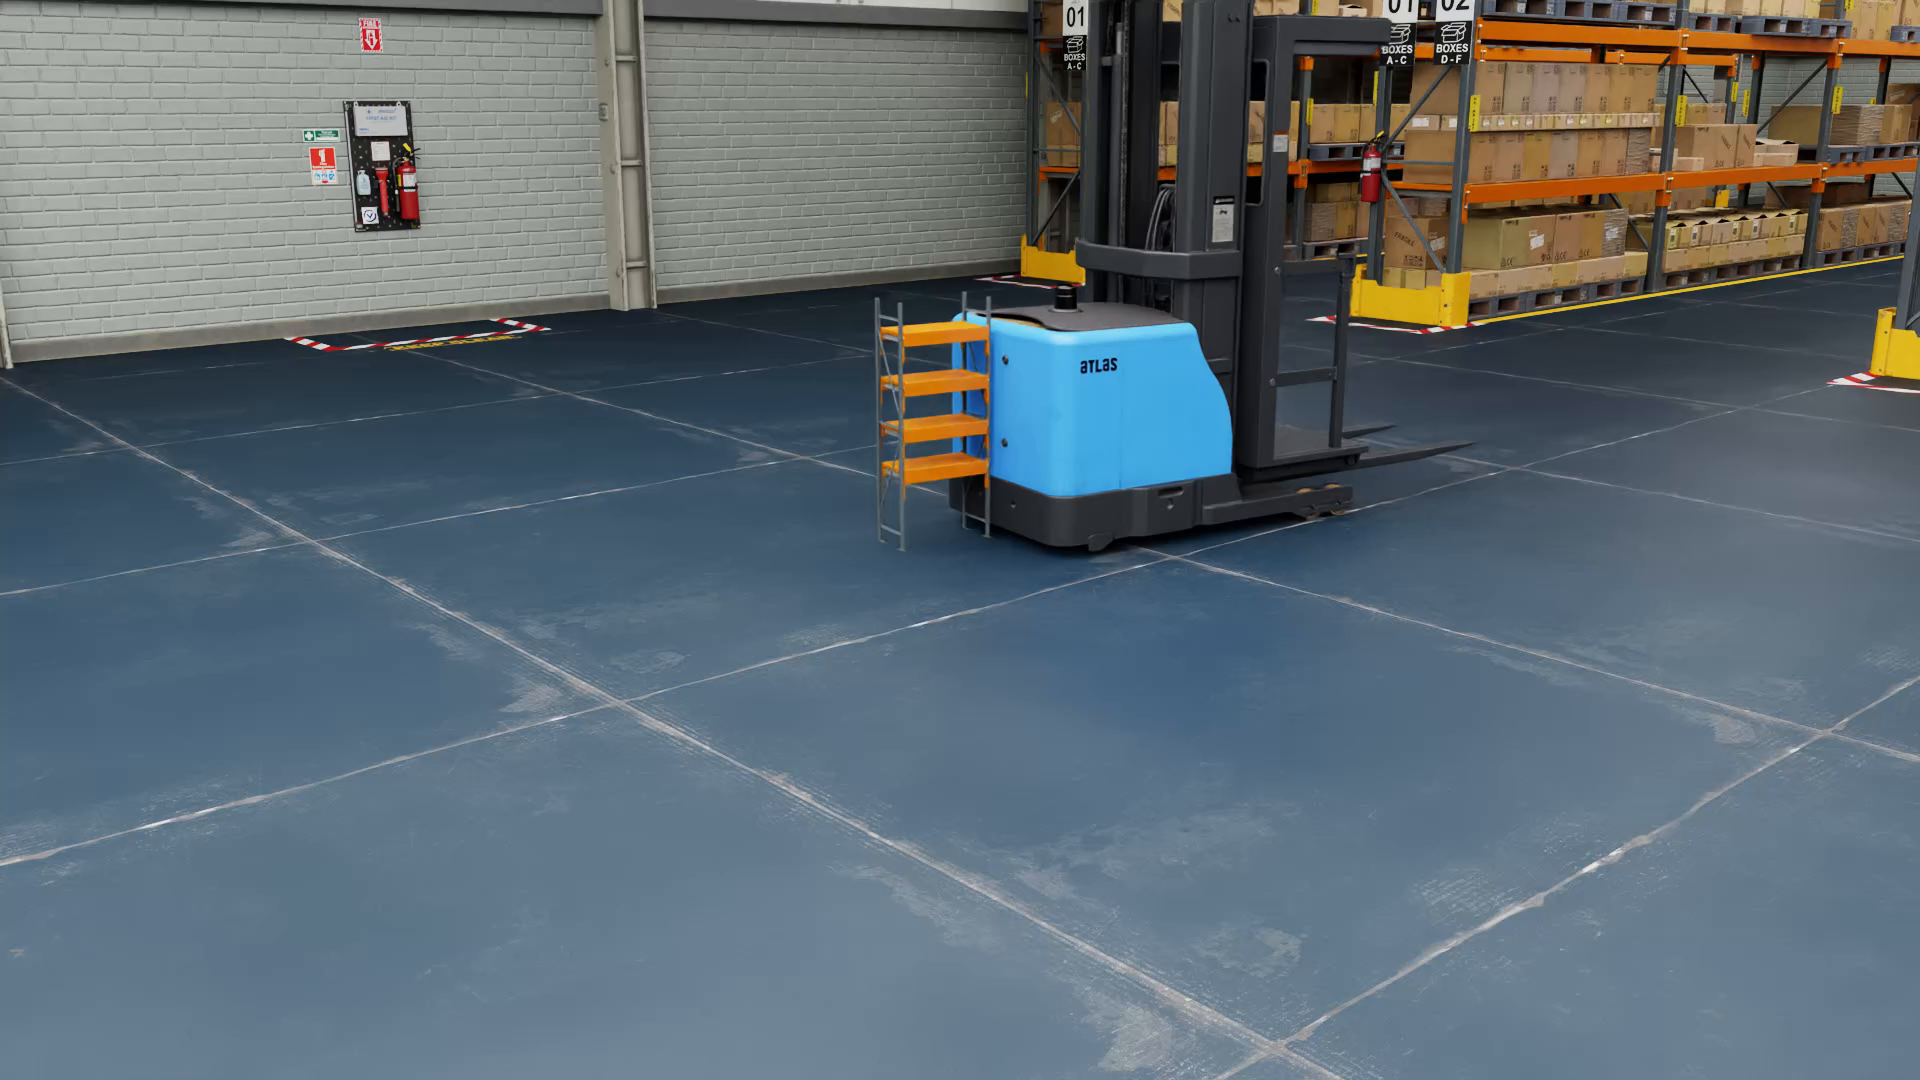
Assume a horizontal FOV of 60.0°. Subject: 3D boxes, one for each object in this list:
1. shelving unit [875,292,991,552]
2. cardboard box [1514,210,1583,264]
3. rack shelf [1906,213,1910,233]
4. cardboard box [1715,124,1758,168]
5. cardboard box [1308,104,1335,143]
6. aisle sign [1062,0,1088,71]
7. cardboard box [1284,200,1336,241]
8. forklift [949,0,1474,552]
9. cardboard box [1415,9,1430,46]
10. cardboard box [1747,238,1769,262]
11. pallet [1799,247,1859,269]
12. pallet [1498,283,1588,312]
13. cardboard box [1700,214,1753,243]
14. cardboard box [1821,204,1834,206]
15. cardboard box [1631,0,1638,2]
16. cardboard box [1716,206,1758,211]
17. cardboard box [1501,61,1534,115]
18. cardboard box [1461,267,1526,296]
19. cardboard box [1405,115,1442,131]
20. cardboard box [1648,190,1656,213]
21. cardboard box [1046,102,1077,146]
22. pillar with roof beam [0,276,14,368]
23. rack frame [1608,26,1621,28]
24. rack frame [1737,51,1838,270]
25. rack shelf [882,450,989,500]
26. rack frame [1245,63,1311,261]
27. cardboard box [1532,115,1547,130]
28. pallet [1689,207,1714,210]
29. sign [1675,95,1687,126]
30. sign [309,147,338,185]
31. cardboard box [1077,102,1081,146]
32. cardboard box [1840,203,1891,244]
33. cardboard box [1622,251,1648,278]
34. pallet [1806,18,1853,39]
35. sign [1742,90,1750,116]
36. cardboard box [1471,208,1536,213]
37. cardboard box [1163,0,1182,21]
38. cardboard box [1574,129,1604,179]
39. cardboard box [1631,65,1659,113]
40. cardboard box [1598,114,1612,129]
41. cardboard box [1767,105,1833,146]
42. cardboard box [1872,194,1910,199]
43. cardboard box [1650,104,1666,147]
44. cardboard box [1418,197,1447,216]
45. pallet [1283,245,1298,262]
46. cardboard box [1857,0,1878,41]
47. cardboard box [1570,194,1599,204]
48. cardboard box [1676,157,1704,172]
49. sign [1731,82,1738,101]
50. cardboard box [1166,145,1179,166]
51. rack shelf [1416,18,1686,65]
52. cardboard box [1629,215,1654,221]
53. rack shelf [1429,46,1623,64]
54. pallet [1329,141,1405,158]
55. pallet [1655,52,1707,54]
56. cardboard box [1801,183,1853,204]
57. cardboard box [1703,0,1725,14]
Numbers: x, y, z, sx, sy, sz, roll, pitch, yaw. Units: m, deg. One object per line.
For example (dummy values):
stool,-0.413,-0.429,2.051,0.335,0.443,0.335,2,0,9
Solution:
shelving unit,-0.128,-0.580,8.095,0.503,1.200,0.258,-9,17,-31
cardboard box,6.111,-3.162,17.338,0.500,0.500,0.500,-13,19,-39
rack shelf,9.185,-2.651,13.755,4.000,0.370,1.077,-13,19,-39
cardboard box,9.207,-4.741,19.991,0.500,0.500,0.500,-14,20,-42
cardboard box,4.597,-5.606,22.380,0.500,0.500,0.700,-13,19,-39
aisle sign,1.316,-5.774,19.015,0.004,0.787,0.394,-13,19,-39
cardboard box,4.735,-4.399,22.896,0.500,0.500,0.700,-12,19,-38
forklift,1.468,-1.623,8.648,3.031,2.935,1.130,-9,17,-31
cardboard box,6.169,-7.251,23.531,0.637,0.503,0.797,-9,18,-32
cardboard box,9.458,-3.545,20.223,0.500,0.250,0.500,-12,19,-38
pallet,11.051,-3.752,21.886,1.213,0.211,1.003,-13,19,-39
pallet,5.897,-2.621,17.652,1.213,0.211,1.003,-13,19,-39
cardboard box,9.079,-3.730,19.828,0.500,0.311,0.500,-12,19,-38
cardboard box,11.405,-4.276,22.438,0.500,0.500,0.500,-14,20,-41
cardboard box,10.947,-8.677,26.941,0.500,0.500,0.500,-13,20,-40
cardboard box,9.875,-4.094,21.190,0.500,0.311,0.500,-12,19,-38
cardboard box,5.221,-4.475,16.484,0.500,0.500,0.700,-13,20,-41
cardboard box,5.353,-2.632,16.805,0.500,0.250,0.500,-13,19,-39
cardboard box,4.591,-4.088,16.291,0.250,0.149,0.380,-13,20,-40
cardboard box,11.627,-5.894,28.533,0.500,0.500,0.700,-12,19,-38
cardboard box,1.389,-5.009,19.988,0.500,0.500,0.500,-13,20,-40
pillar with roof beam,-5.093,-4.903,9.167,0.400,9.000,9.100,-13,19,-39
rack frame,10.225,-9.519,26.451,0.127,3.000,1.000,-13,19,-39
rack frame,10.463,-4.980,21.080,0.127,3.000,1.000,-13,19,-39
rack shelf,-0.128,-0.323,8.164,0.480,0.148,0.258,-9,17,-31
rack frame,4.190,-5.266,22.151,0.127,3.000,1.000,-13,19,-39
cardboard box,5.643,-4.186,16.658,0.250,0.149,0.380,-14,20,-41
pallet,12.691,-5.801,29.558,1.213,0.211,1.003,-13,19,-39
sign,7.811,-4.651,18.018,0.005,0.325,0.100,-13,19,-39
sign,-5.767,-3.391,15.064,0.234,0.329,0.001,-13,19,-39
cardboard box,1.730,-4.910,19.618,0.500,0.500,0.500,-13,19,-39
cardboard box,12.157,-4.269,22.412,0.500,0.500,0.500,-14,20,-41
cardboard box,7.239,-3.055,18.391,0.500,0.250,0.500,-13,19,-39
pallet,10.009,-6.205,20.222,1.003,0.211,1.213,-12,19,-37
sign,10.099,-5.605,21.331,0.005,0.325,0.100,-13,19,-39
cardboard box,5.760,-3.267,17.729,0.500,0.500,0.500,-13,19,-39
cardboard box,2.407,-6.276,19.889,0.500,0.500,0.500,-12,19,-37
cardboard box,6.340,-4.099,17.590,0.500,0.500,0.700,-12,19,-39
cardboard box,7.114,-4.901,18.077,0.500,0.500,0.700,-13,19,-39
cardboard box,6.612,-4.404,17.474,0.250,0.149,0.380,-13,20,-40
cardboard box,10.864,-5.360,21.495,0.700,0.500,0.500,8,17,28
cardboard box,13.724,-4.814,24.451,0.500,0.500,0.500,-13,19,-39
cardboard box,11.200,-6.977,27.977,0.700,0.700,0.980,-13,20,-41
cardboard box,6.699,-4.816,24.459,0.500,0.500,0.700,-12,19,-39
pallet,3.707,-3.798,22.060,1.213,0.211,1.003,-13,19,-39
cardboard box,11.154,-6.644,21.305,0.500,0.500,0.910,-13,19,-39
cardboard box,9.820,-5.650,26.941,0.750,0.750,0.750,-12,19,-39
cardboard box,8.248,-4.291,18.989,0.250,0.149,0.380,-13,19,-39
sign,13.589,-7.865,29.178,0.005,0.325,0.100,-13,19,-39
cardboard box,2.520,-4.722,20.368,0.500,0.250,0.500,-13,20,-40
rack shelf,5.936,-5.065,16.981,4.000,0.370,1.077,-13,19,-39
cardboard box,7.951,-3.661,19.572,0.500,0.311,0.500,-12,19,-38
rack shelf,8.717,-7.384,25.662,4.000,0.370,1.077,-13,19,-39
pallet,5.741,-5.507,23.428,1.213,0.211,1.003,-13,19,-39
pallet,12.690,-8.577,28.908,1.213,0.211,1.003,-13,19,-39
cardboard box,11.823,-4.736,22.704,0.500,0.250,0.500,-13,20,-40
cardboard box,8.329,-6.078,18.856,0.500,0.250,0.500,14,20,42
